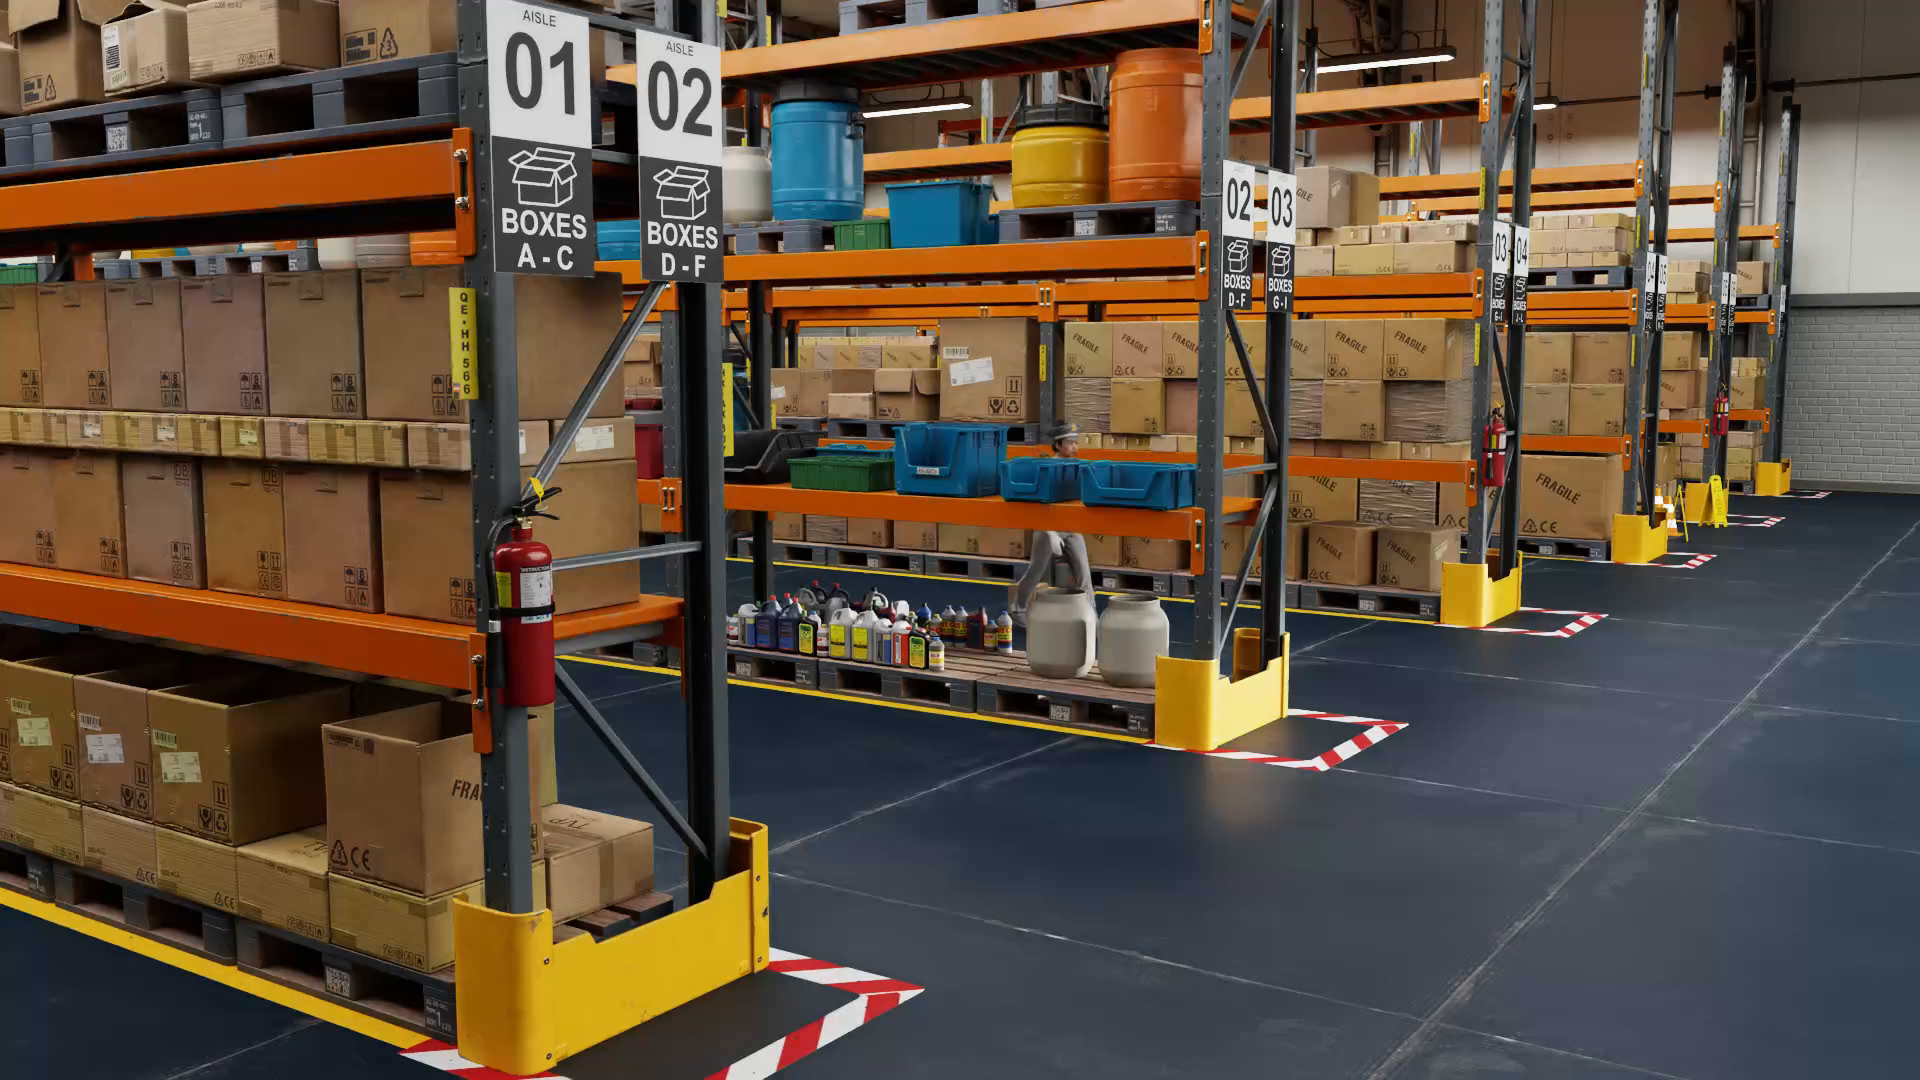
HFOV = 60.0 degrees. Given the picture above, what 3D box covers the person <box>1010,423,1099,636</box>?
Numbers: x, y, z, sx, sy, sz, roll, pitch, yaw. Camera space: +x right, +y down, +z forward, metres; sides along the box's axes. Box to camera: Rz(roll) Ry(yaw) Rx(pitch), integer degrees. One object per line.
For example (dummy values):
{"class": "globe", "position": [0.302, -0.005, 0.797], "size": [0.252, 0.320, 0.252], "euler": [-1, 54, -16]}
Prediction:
{"class": "person", "position": [0.765, -0.085, 12.657], "size": [0.515, 1.612, 1.020], "euler": [-6, 9, -44]}
